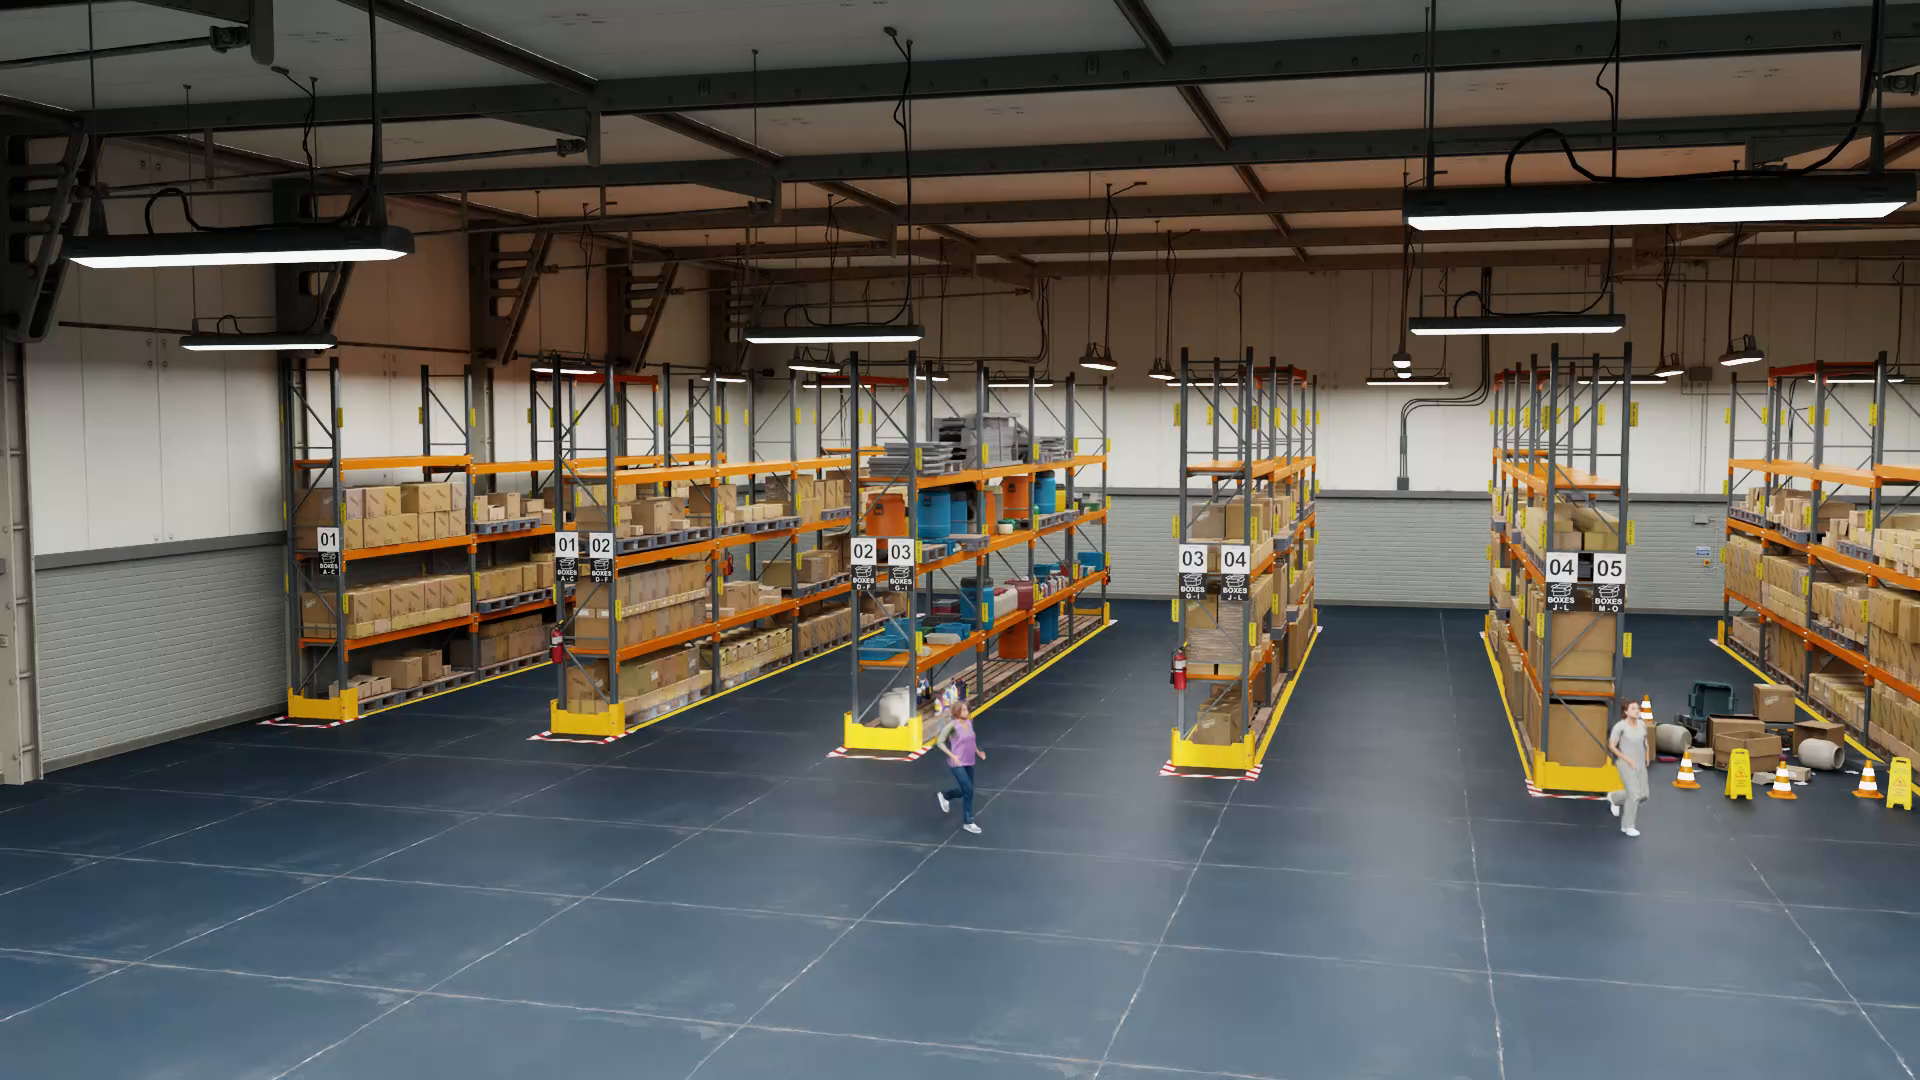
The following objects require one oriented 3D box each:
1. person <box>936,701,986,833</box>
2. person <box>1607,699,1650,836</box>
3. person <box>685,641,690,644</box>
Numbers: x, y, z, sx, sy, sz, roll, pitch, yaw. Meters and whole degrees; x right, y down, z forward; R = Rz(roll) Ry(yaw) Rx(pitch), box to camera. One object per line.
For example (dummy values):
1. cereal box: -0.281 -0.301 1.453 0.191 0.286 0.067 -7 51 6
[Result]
1. person: -0.032 2.743 20.262 0.732 1.584 0.541 4 6 42
2. person: 8.042 2.718 20.058 0.549 1.642 0.643 -1 4 -18
3. person: -5.774 1.644 34.594 0.550 1.614 0.646 0 4 6
